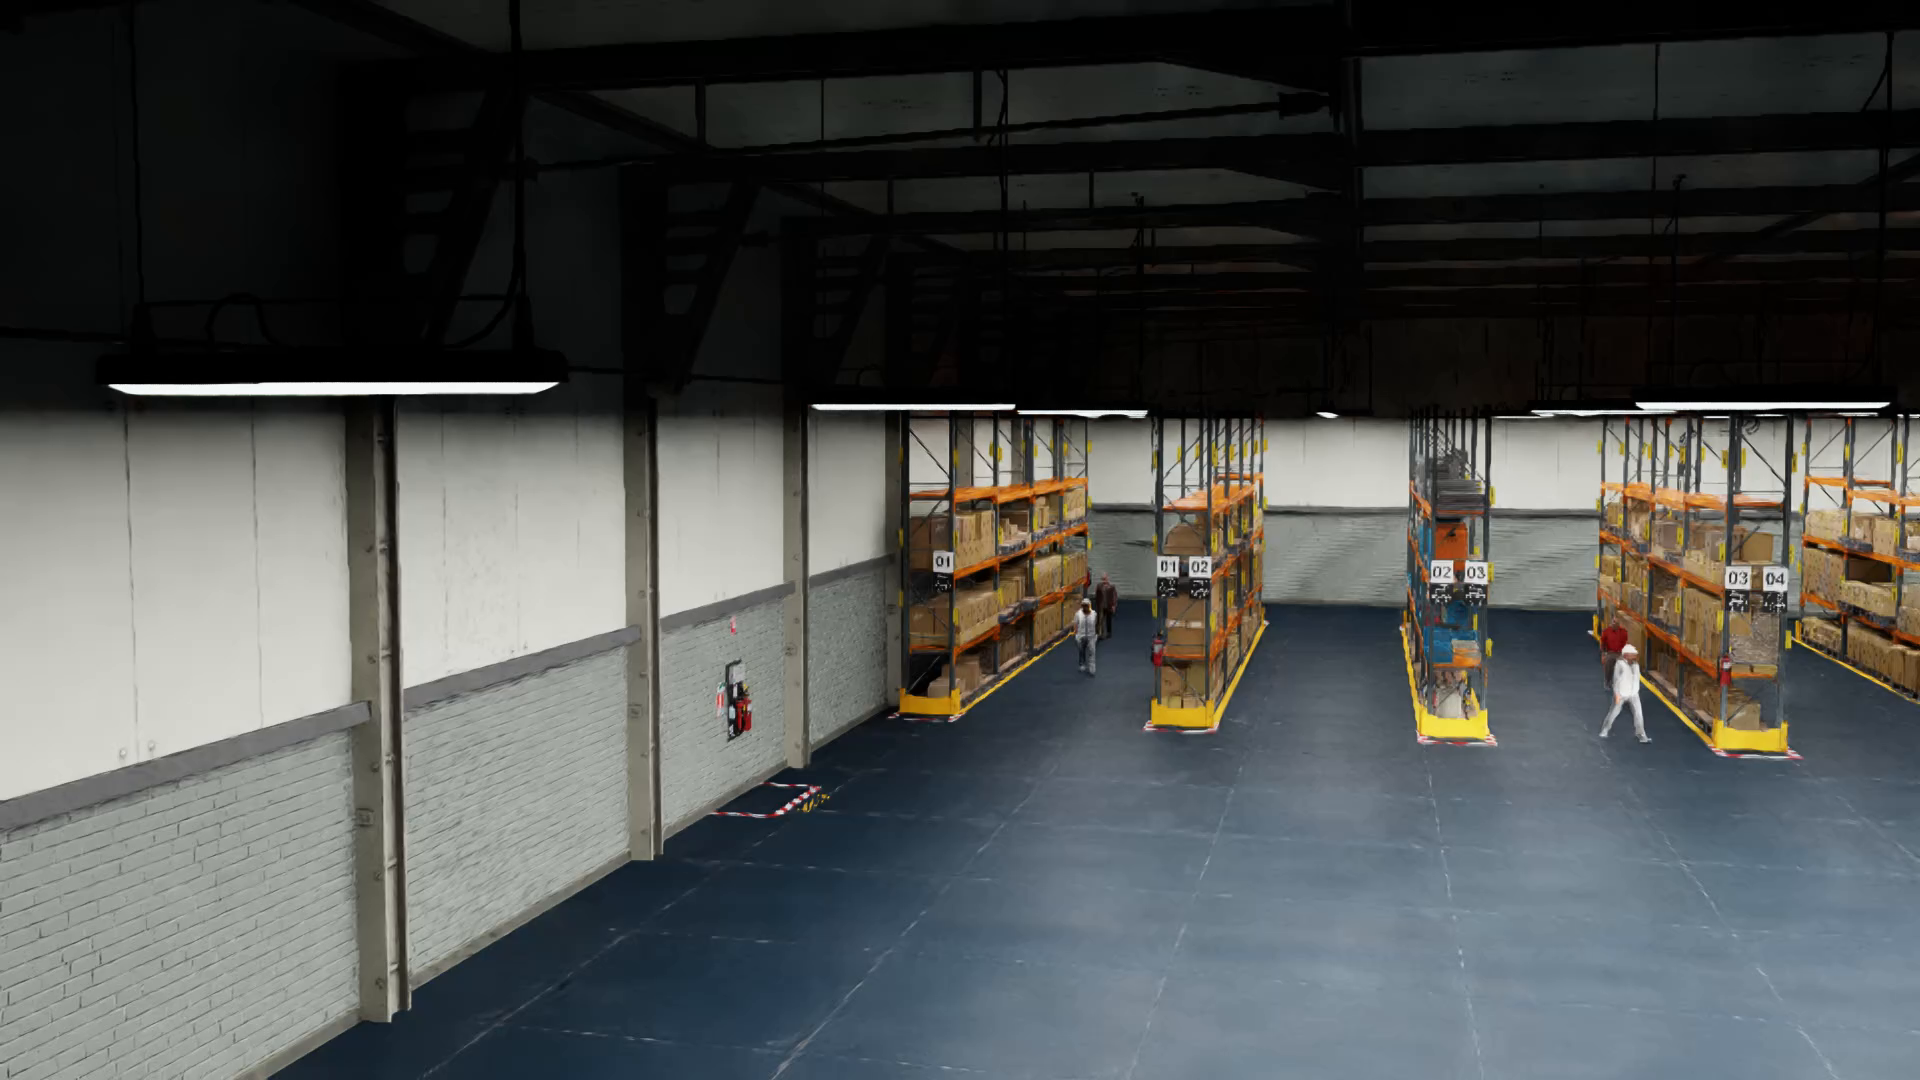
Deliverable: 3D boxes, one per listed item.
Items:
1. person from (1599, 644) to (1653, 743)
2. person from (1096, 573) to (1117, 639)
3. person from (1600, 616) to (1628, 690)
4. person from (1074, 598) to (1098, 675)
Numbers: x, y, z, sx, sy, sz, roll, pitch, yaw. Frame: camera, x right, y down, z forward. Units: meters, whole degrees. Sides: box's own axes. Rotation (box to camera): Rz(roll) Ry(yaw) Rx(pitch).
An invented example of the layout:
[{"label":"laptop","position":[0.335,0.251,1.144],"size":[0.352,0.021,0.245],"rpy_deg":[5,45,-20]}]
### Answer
[{"label":"person","position":[11.858,2.726,29.639],"size":[0.588,1.747,0.930],"rpy_deg":[-1,4,-12]},{"label":"person","position":[3.839,1.722,43.720],"size":[0.600,1.725,1.111],"rpy_deg":[1,4,12]},{"label":"person","position":[13.650,2.394,34.712],"size":[0.542,1.645,1.126],"rpy_deg":[1,4,16]},{"label":"person","position":[2.845,2.156,37.564],"size":[0.554,1.724,1.029],"rpy_deg":[0,4,6]}]
